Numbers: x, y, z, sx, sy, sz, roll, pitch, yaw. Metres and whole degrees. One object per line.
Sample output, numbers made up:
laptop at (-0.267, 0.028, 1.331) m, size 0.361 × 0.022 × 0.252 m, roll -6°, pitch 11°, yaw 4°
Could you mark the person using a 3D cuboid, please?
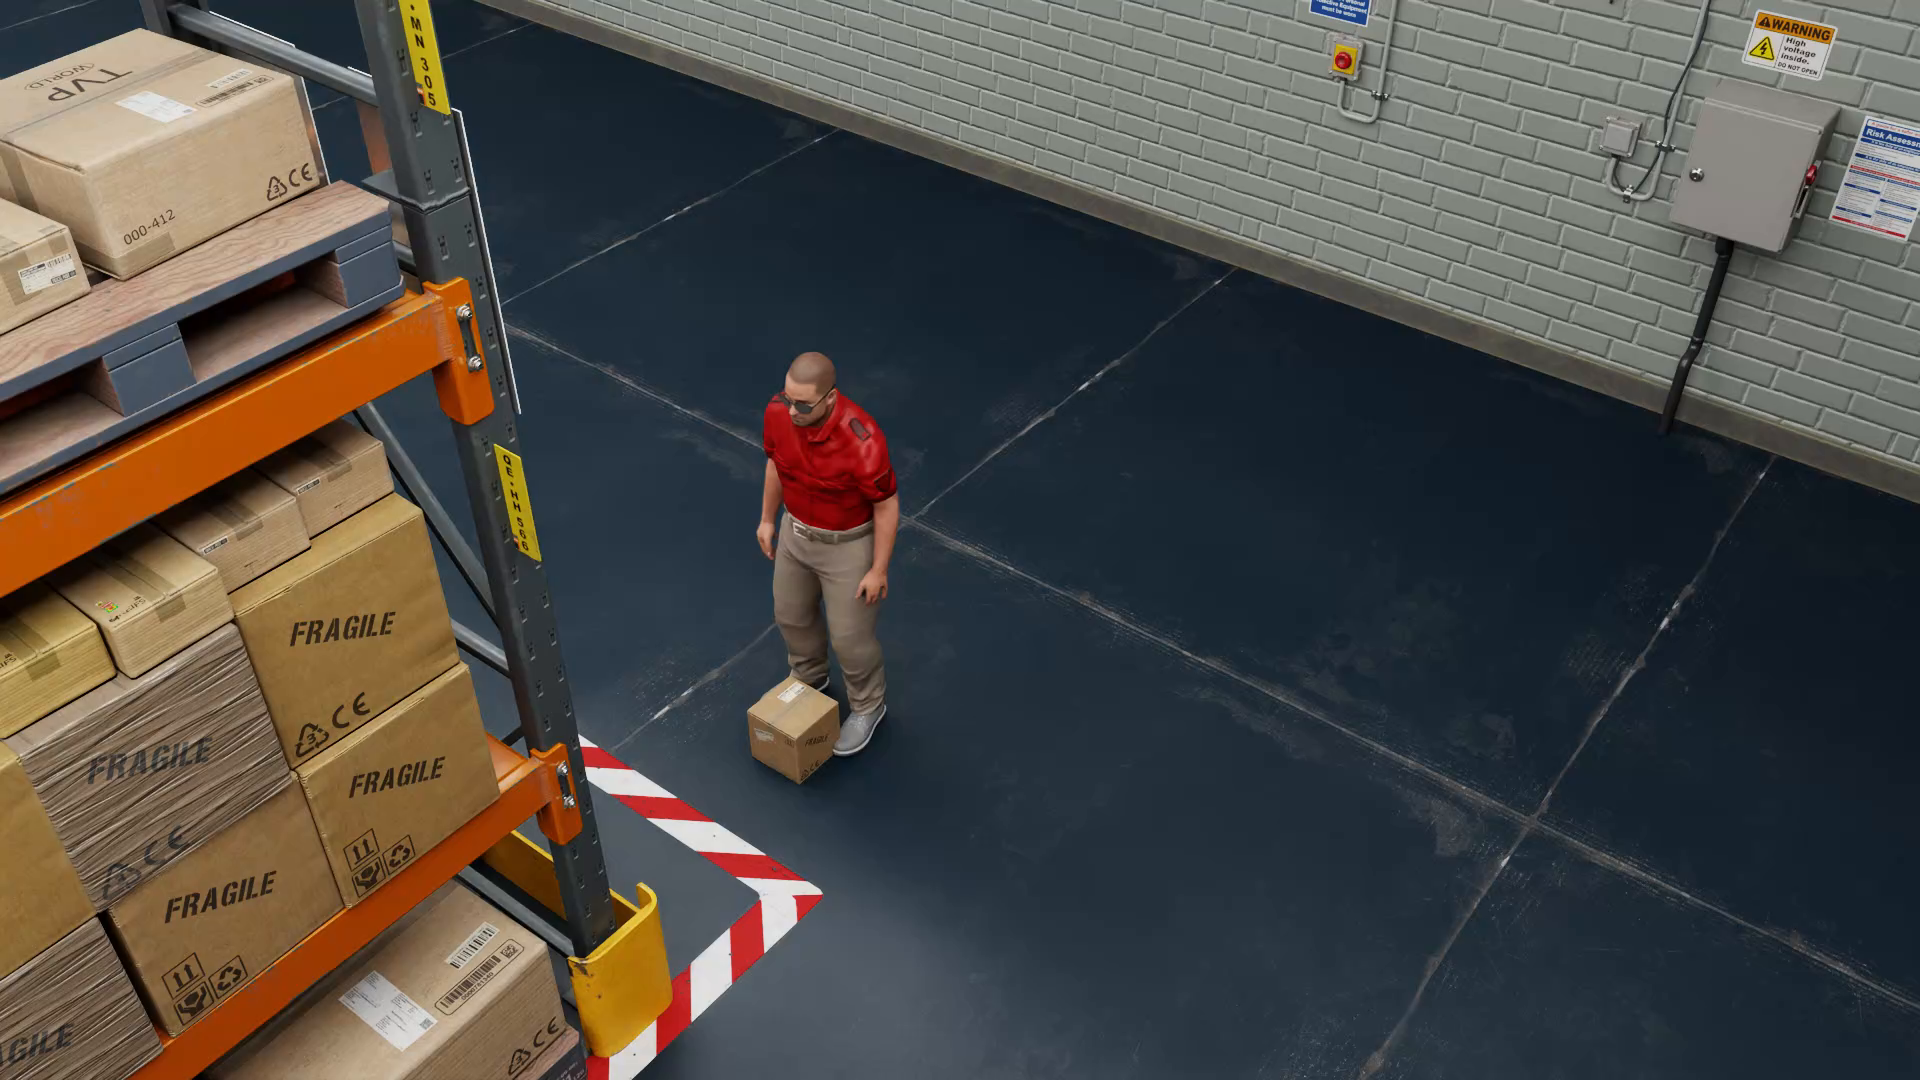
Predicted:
person at (-0.493, 0.024, 6.135) m, size 0.588 × 1.726 × 0.390 m, roll 24°, pitch 44°, yaw 27°
